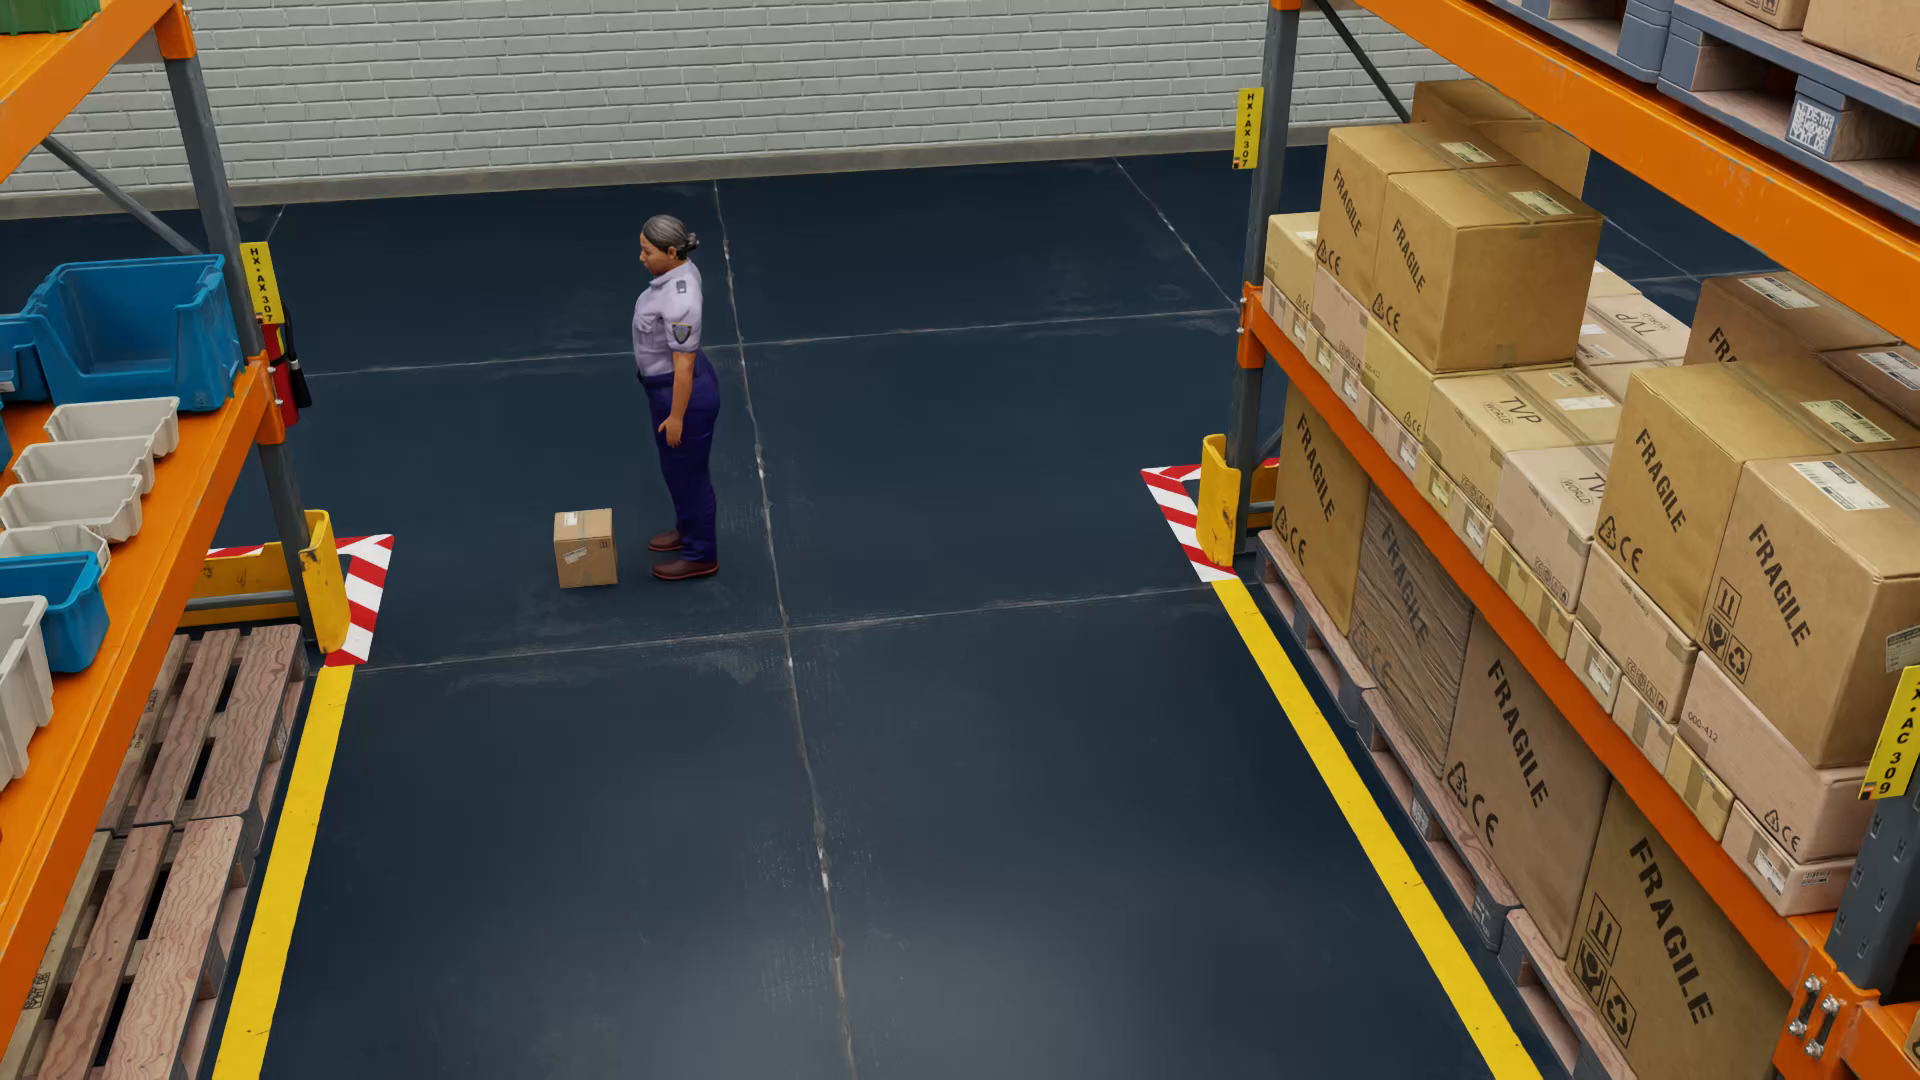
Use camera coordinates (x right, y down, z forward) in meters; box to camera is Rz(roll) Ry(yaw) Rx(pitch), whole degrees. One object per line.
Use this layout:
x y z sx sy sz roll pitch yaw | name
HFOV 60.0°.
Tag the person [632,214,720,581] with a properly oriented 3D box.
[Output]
-1.225 -0.603 7.149 0.382 1.661 0.479 -5 31 -8 | person
